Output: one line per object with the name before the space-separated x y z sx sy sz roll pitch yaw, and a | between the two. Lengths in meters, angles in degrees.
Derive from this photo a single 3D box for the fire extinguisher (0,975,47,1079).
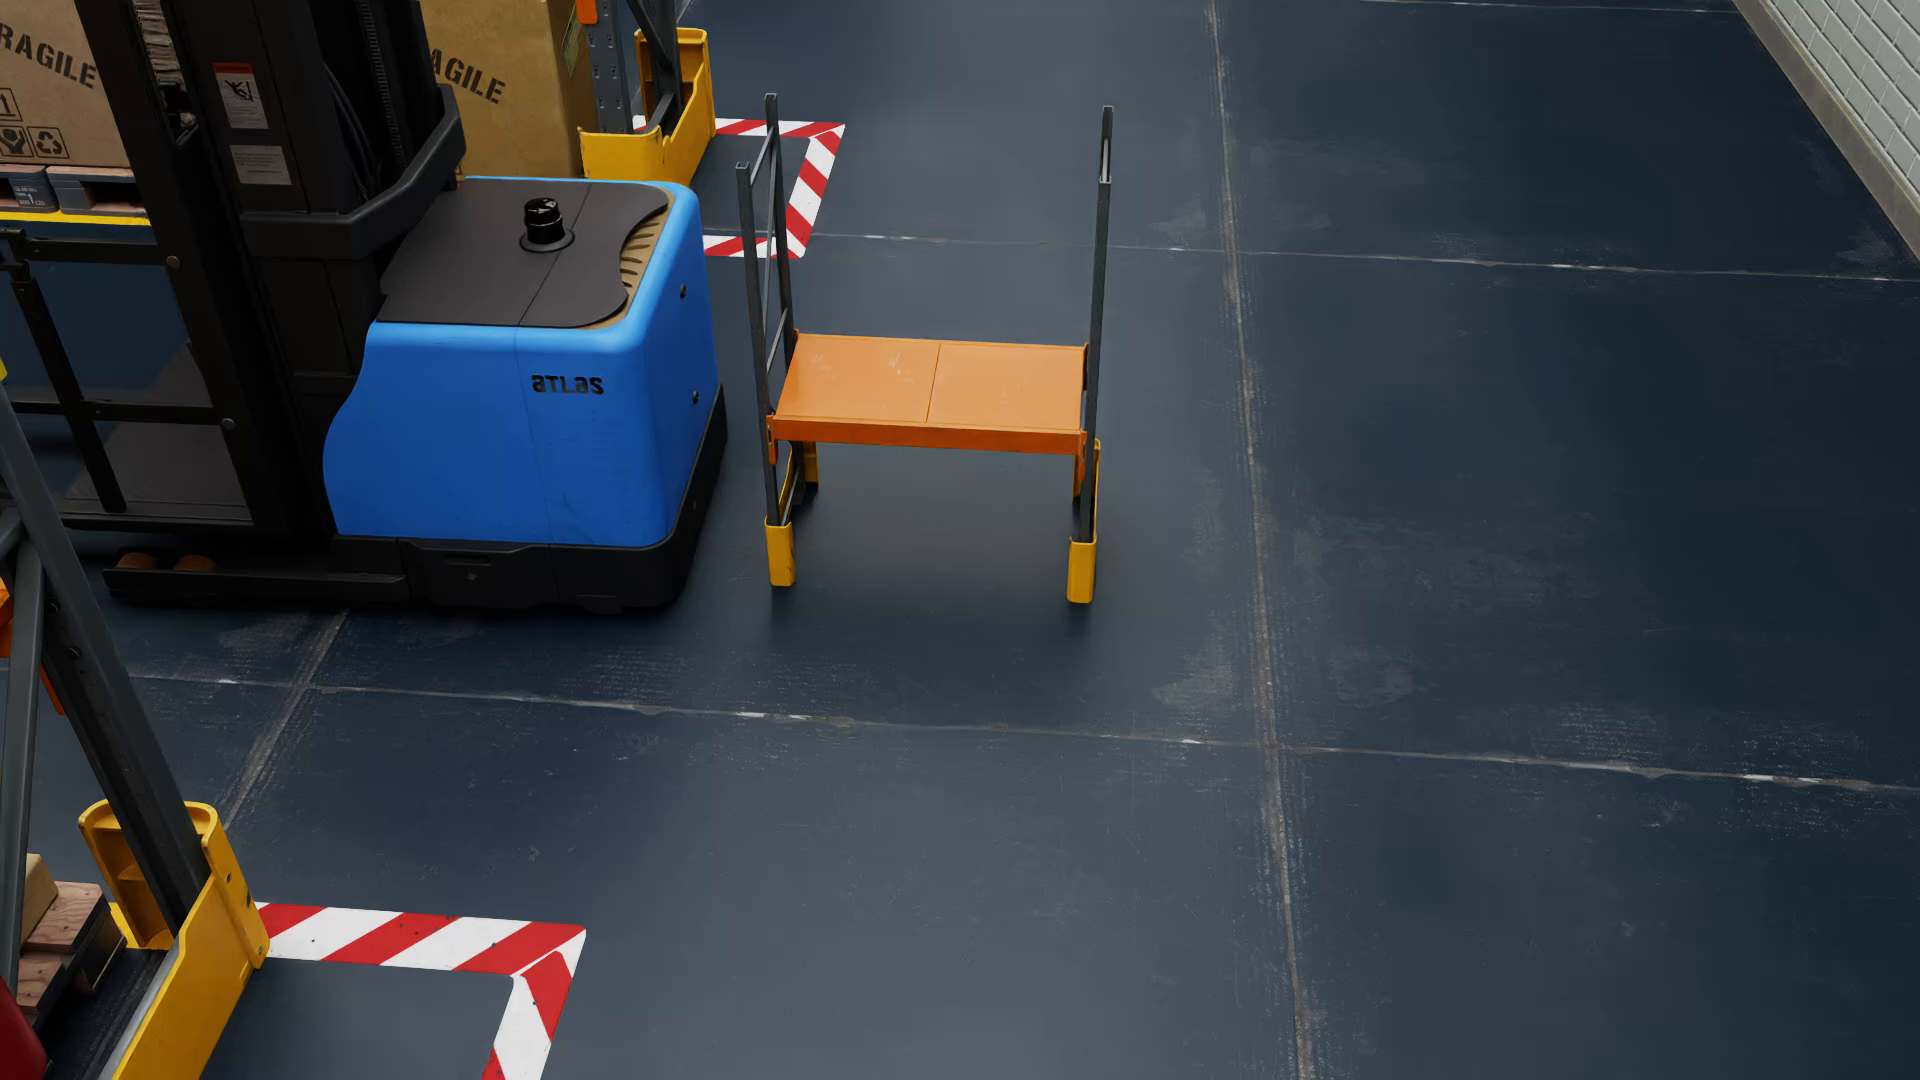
fire extinguisher | -1.764 0.726 2.839 0.183 0.674 0.296 3 39 4

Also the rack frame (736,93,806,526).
rack frame | -0.591 -0.614 5.316 0.032 1.500 0.500 3 39 4

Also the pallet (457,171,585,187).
pallet | -2.250 -1.779 7.769 1.213 0.211 1.003 3 39 4

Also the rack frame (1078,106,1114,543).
rack frame | 0.421 -0.559 5.248 0.032 1.500 0.500 3 39 4

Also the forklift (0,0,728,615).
forklift | -2.390 -1.254 4.968 3.031 2.935 1.130 2 39 3

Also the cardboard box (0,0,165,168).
cardboard box | -3.885 -2.288 7.535 0.875 0.875 0.875 3 39 4

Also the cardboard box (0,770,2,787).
cardboard box | -2.468 0.717 3.947 0.250 0.149 0.380 1 39 2

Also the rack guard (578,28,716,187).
rack guard | -1.423 -1.896 7.683 0.348 0.500 1.175 3 39 4

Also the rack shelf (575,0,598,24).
rack shelf | -3.440 -2.697 7.257 4.000 0.370 1.077 3 39 4

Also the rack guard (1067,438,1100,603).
rack guard | 0.420 -0.074 5.643 0.087 0.250 0.587 3 39 4

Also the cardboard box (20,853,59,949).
cardboard box | -2.470 0.960 4.120 0.250 0.149 0.380 4 39 5

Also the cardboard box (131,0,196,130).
cardboard box | -2.998 -2.240 7.476 0.875 0.875 0.875 3 39 4

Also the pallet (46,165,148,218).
pallet | -3.462 -1.848 7.853 1.213 0.211 1.003 3 39 4

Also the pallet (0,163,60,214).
pallet | -4.681 -1.912 7.932 1.213 0.211 1.003 3 39 4

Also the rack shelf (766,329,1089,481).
rack shelf | -0.085 -0.447 5.396 1.000 0.185 0.538 3 39 4

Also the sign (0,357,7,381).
sign | -1.929 -0.430 3.216 0.005 0.325 0.100 3 39 4

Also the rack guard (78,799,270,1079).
rack guard | -2.051 1.213 3.864 0.348 0.500 1.175 3 39 4

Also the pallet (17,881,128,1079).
pallet | -2.858 1.258 4.037 1.213 0.211 1.003 3 39 4

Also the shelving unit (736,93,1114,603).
shelving unit | -0.076 -0.586 5.282 1.083 1.500 0.587 3 39 4

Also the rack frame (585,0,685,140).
rack frame | -1.447 -2.867 6.896 0.127 3.000 1.000 3 39 4

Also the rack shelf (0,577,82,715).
rack shelf | -3.968 0.417 3.431 4.000 0.370 1.077 3 39 4

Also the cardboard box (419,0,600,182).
cardboard box | -2.091 -2.190 7.415 0.875 0.875 0.875 3 39 4

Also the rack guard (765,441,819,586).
rack guard | -0.572 -0.128 5.710 0.087 0.250 0.587 3 39 4

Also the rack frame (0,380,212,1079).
rack frame | -1.976 0.247 3.070 0.127 3.000 1.000 3 39 4
